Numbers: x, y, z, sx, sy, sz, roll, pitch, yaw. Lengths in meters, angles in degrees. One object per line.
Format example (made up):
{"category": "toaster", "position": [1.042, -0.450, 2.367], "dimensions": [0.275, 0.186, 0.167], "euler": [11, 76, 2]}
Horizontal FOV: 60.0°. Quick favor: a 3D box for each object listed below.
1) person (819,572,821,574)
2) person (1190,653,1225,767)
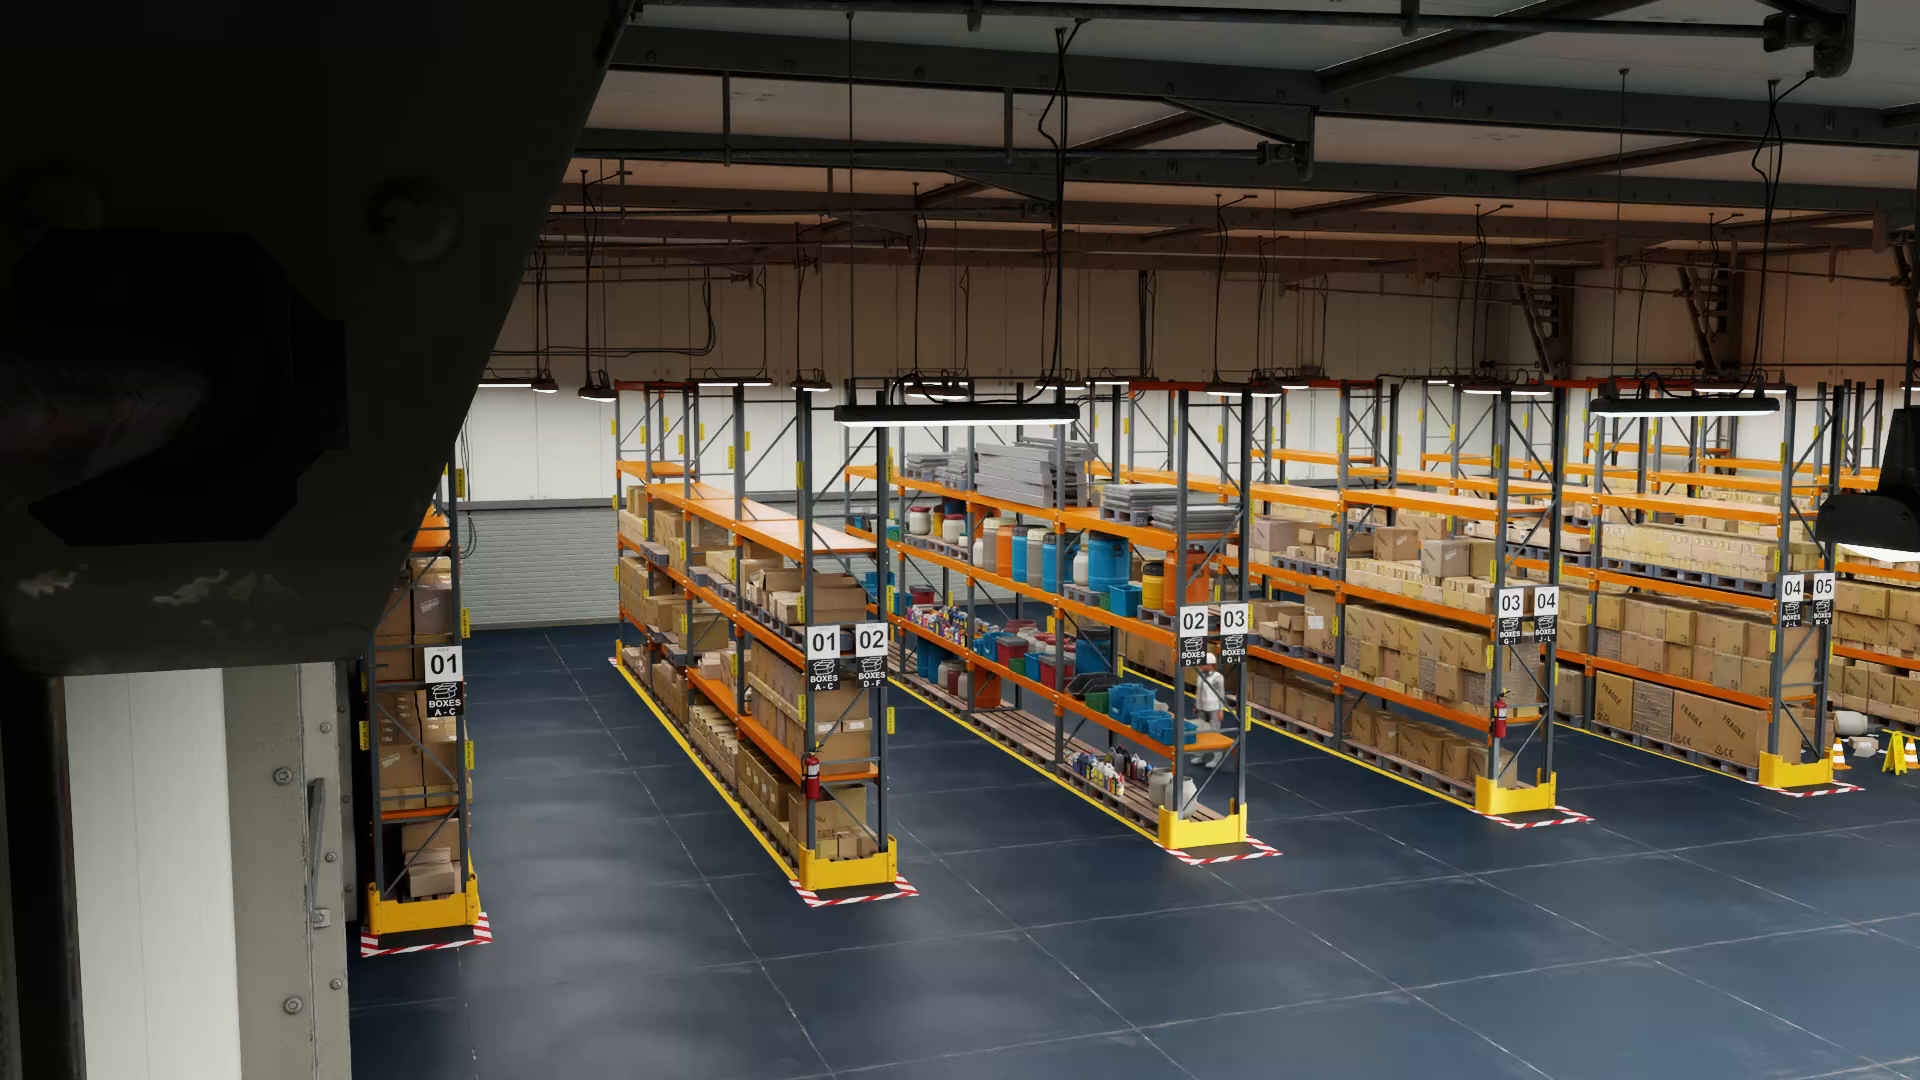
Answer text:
{"category": "person", "position": [-3.136, 1.523, 37.643], "dimensions": [0.909, 1.658, 0.621], "euler": [-2, 6, -15]}
{"category": "person", "position": [3.893, 2.668, 26.244], "dimensions": [0.435, 1.777, 0.578], "euler": [-5, 8, -42]}
